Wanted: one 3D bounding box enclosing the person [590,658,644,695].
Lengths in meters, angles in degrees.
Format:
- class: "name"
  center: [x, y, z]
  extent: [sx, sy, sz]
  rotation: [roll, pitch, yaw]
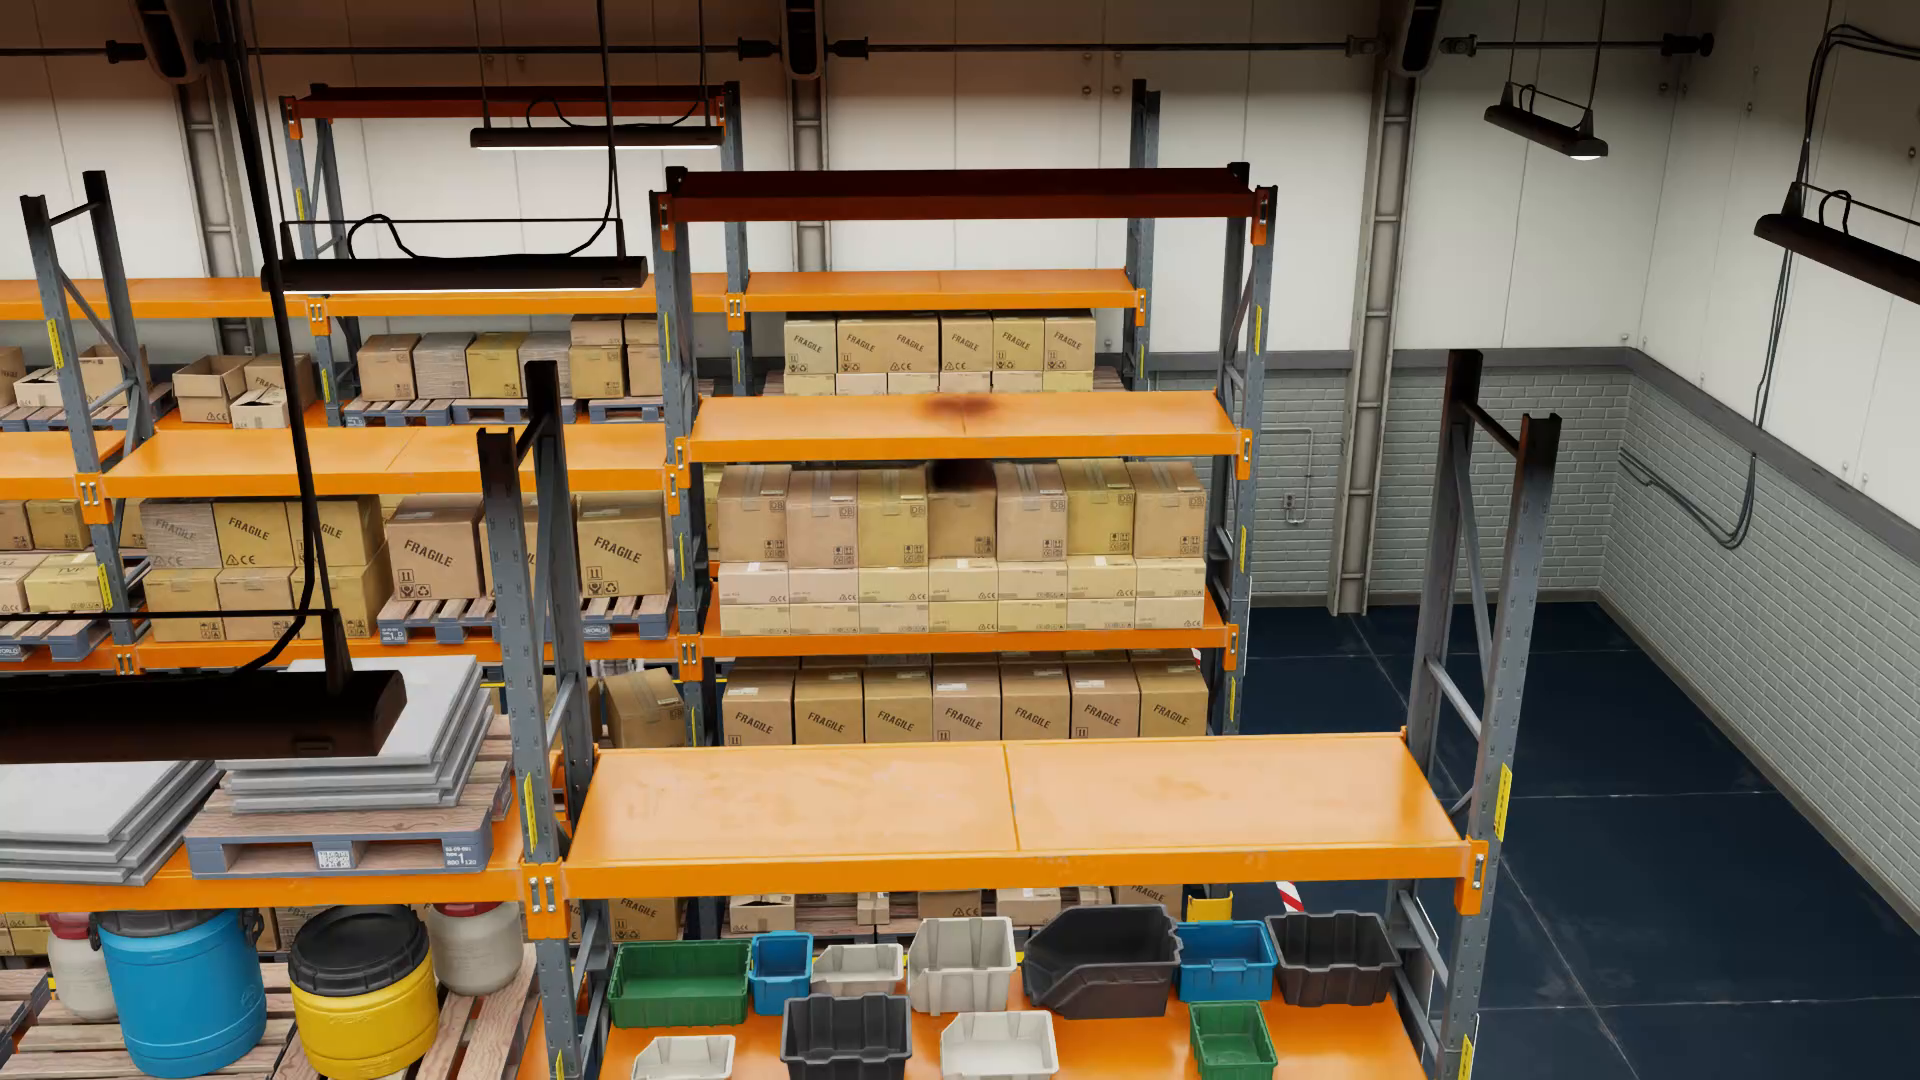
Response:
- class: "person"
  center: [-3.232, 1.297, 15.715]
  extent: [0.502, 1.695, 0.345]
  rotation: [0, 22, 0]
